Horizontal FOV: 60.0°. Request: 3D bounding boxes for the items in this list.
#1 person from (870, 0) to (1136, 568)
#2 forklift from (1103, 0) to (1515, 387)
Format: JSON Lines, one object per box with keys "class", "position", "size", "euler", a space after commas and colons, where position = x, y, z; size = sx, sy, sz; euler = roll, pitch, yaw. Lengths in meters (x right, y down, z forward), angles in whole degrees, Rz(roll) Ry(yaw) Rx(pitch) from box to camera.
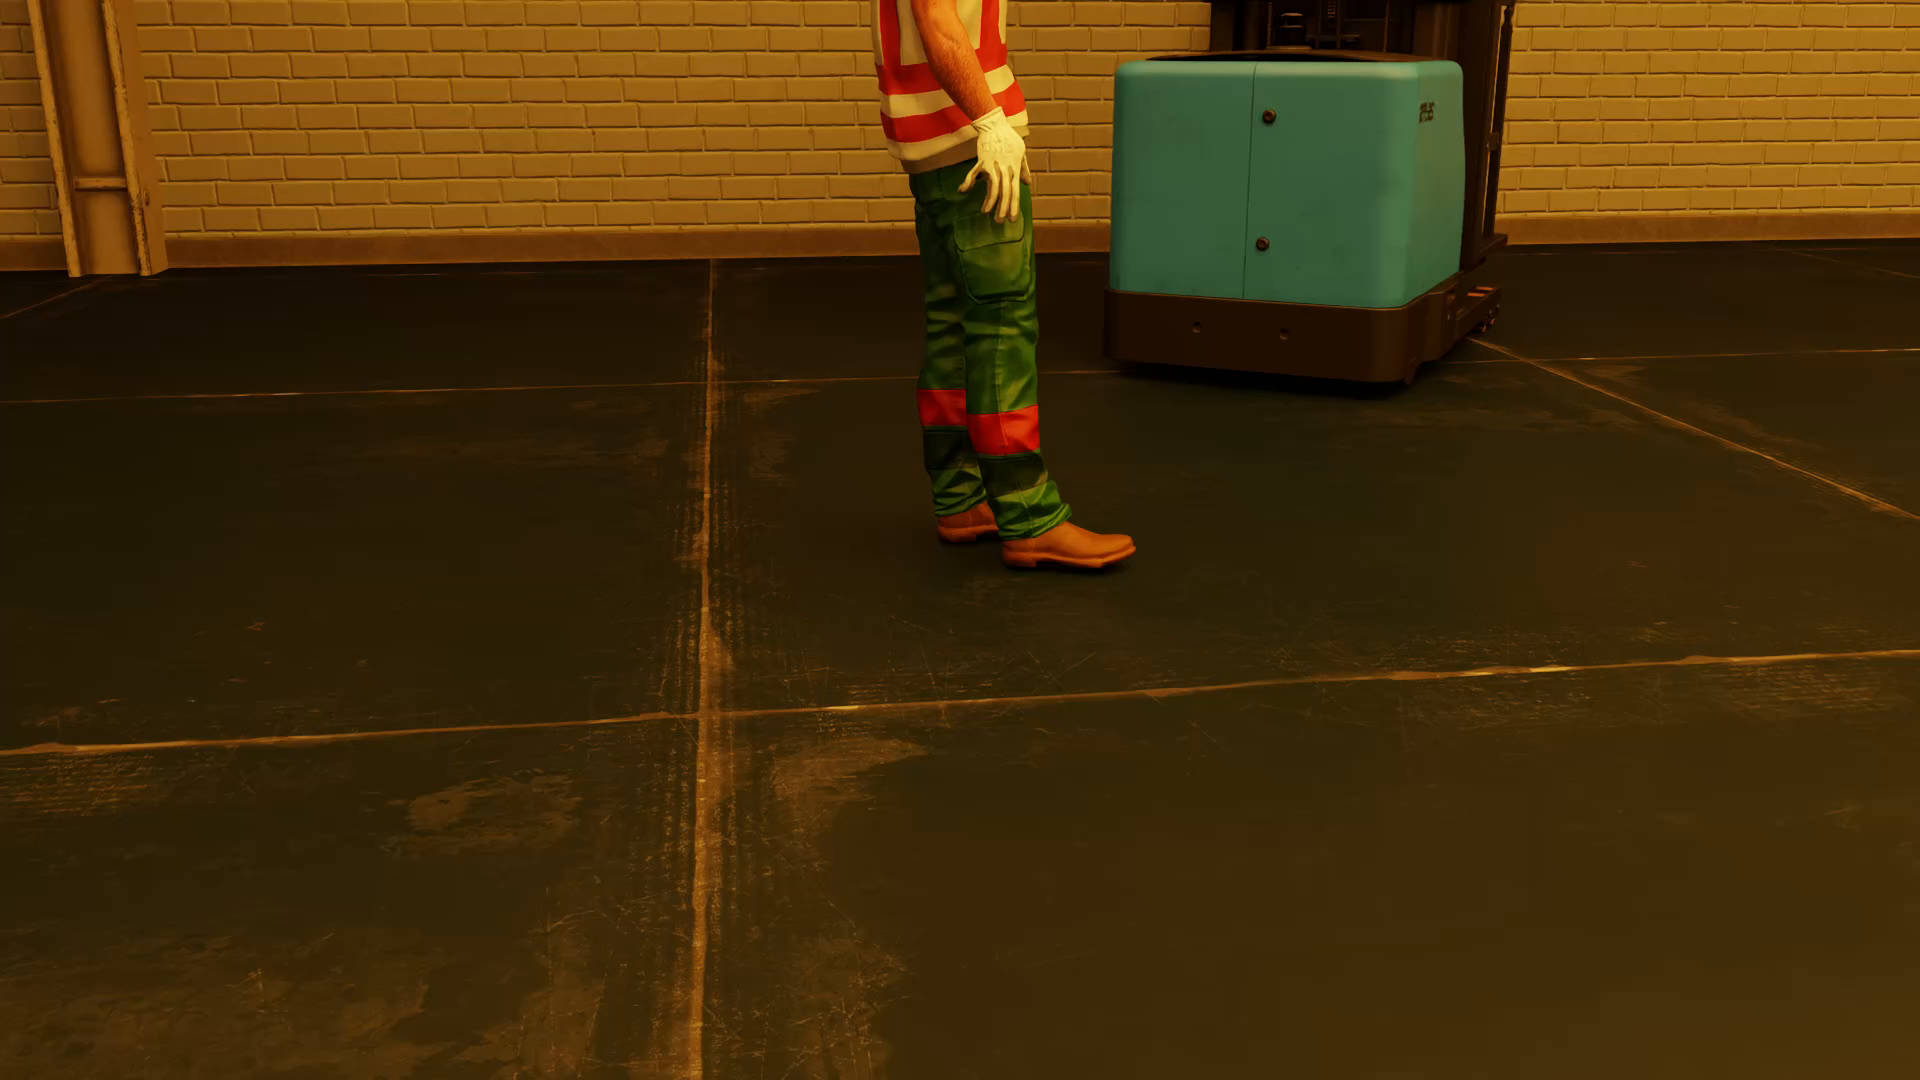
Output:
{"class": "person", "position": [0.081, -0.863, 3.705], "size": [0.564, 1.787, 0.638], "euler": [-2, 17, -8]}
{"class": "forklift", "position": [1.612, -2.295, 6.502], "size": [1.130, 2.935, 3.031], "euler": [8, 19, 25]}
